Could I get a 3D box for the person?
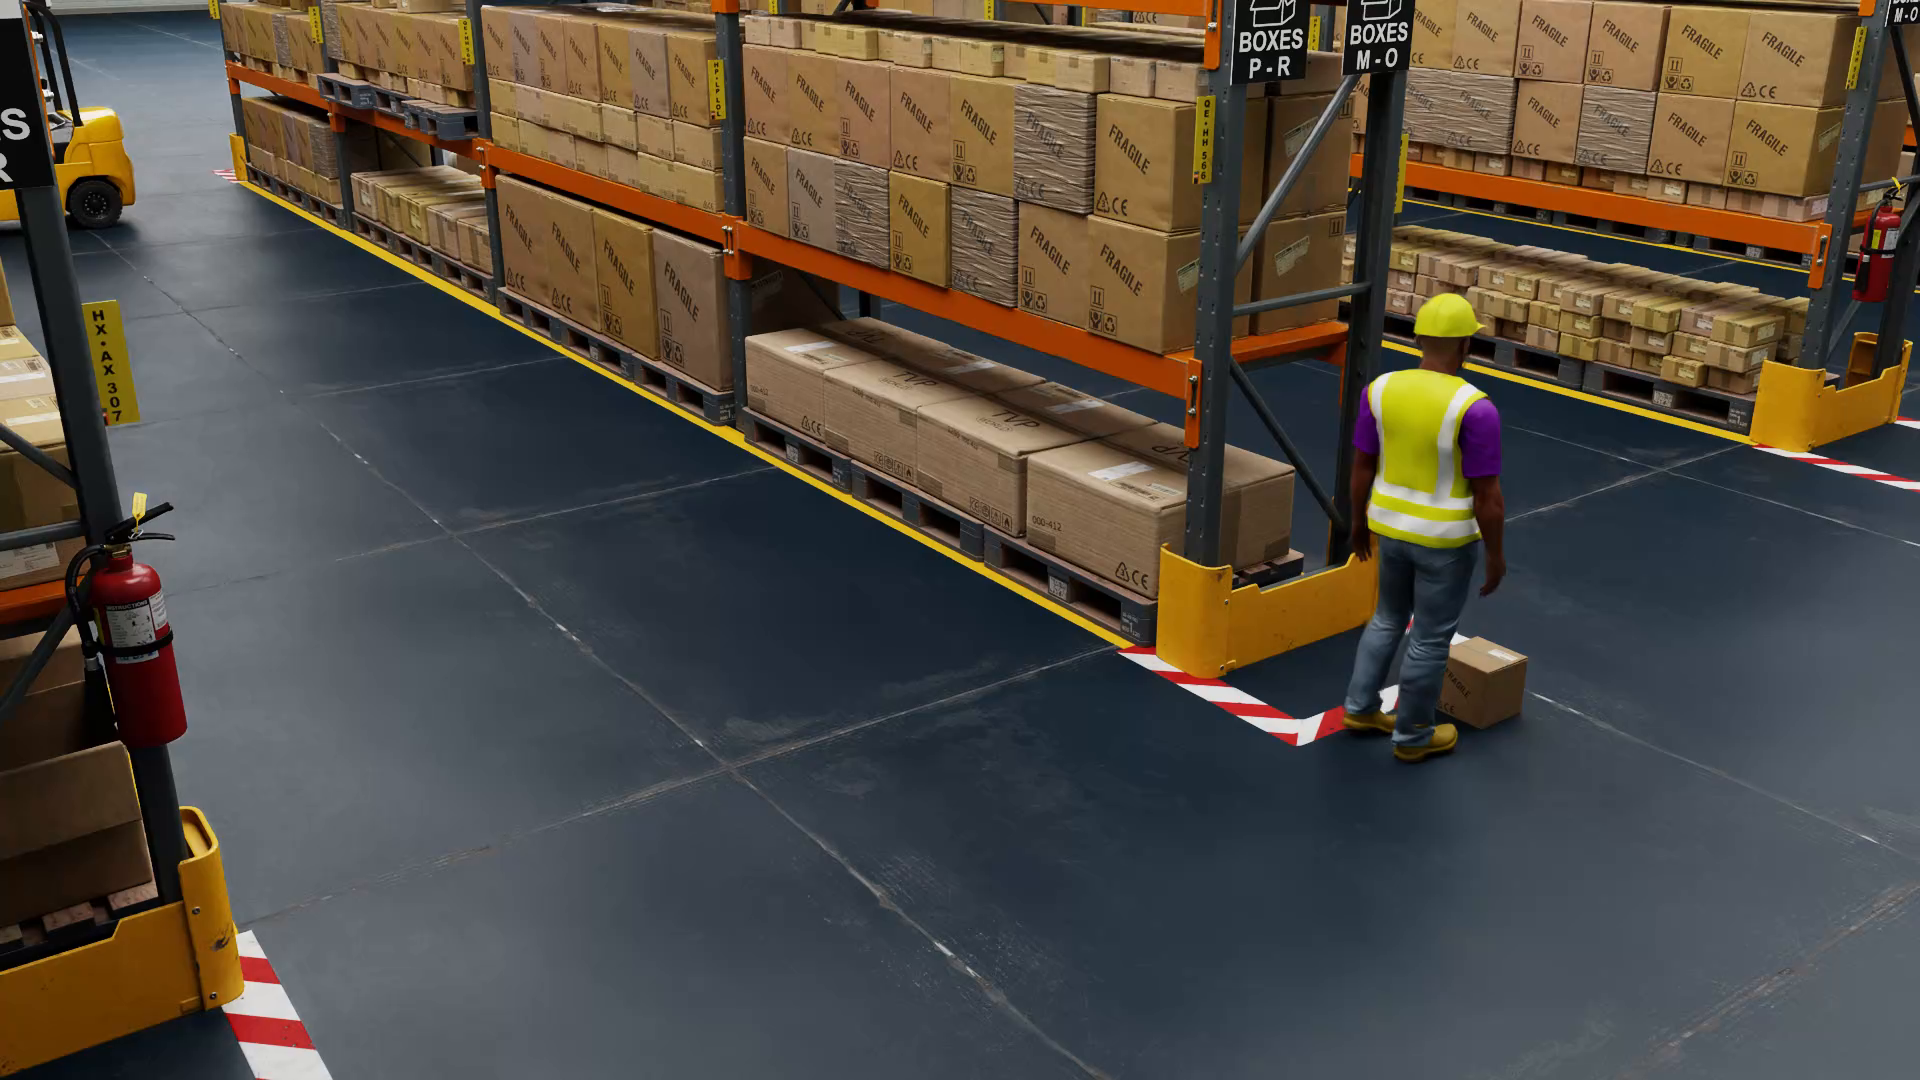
[{"bbox_3d":[1.723,-0.015,6.103,0.379,1.796,0.600,-17,27,-38],"label":"person"}]
